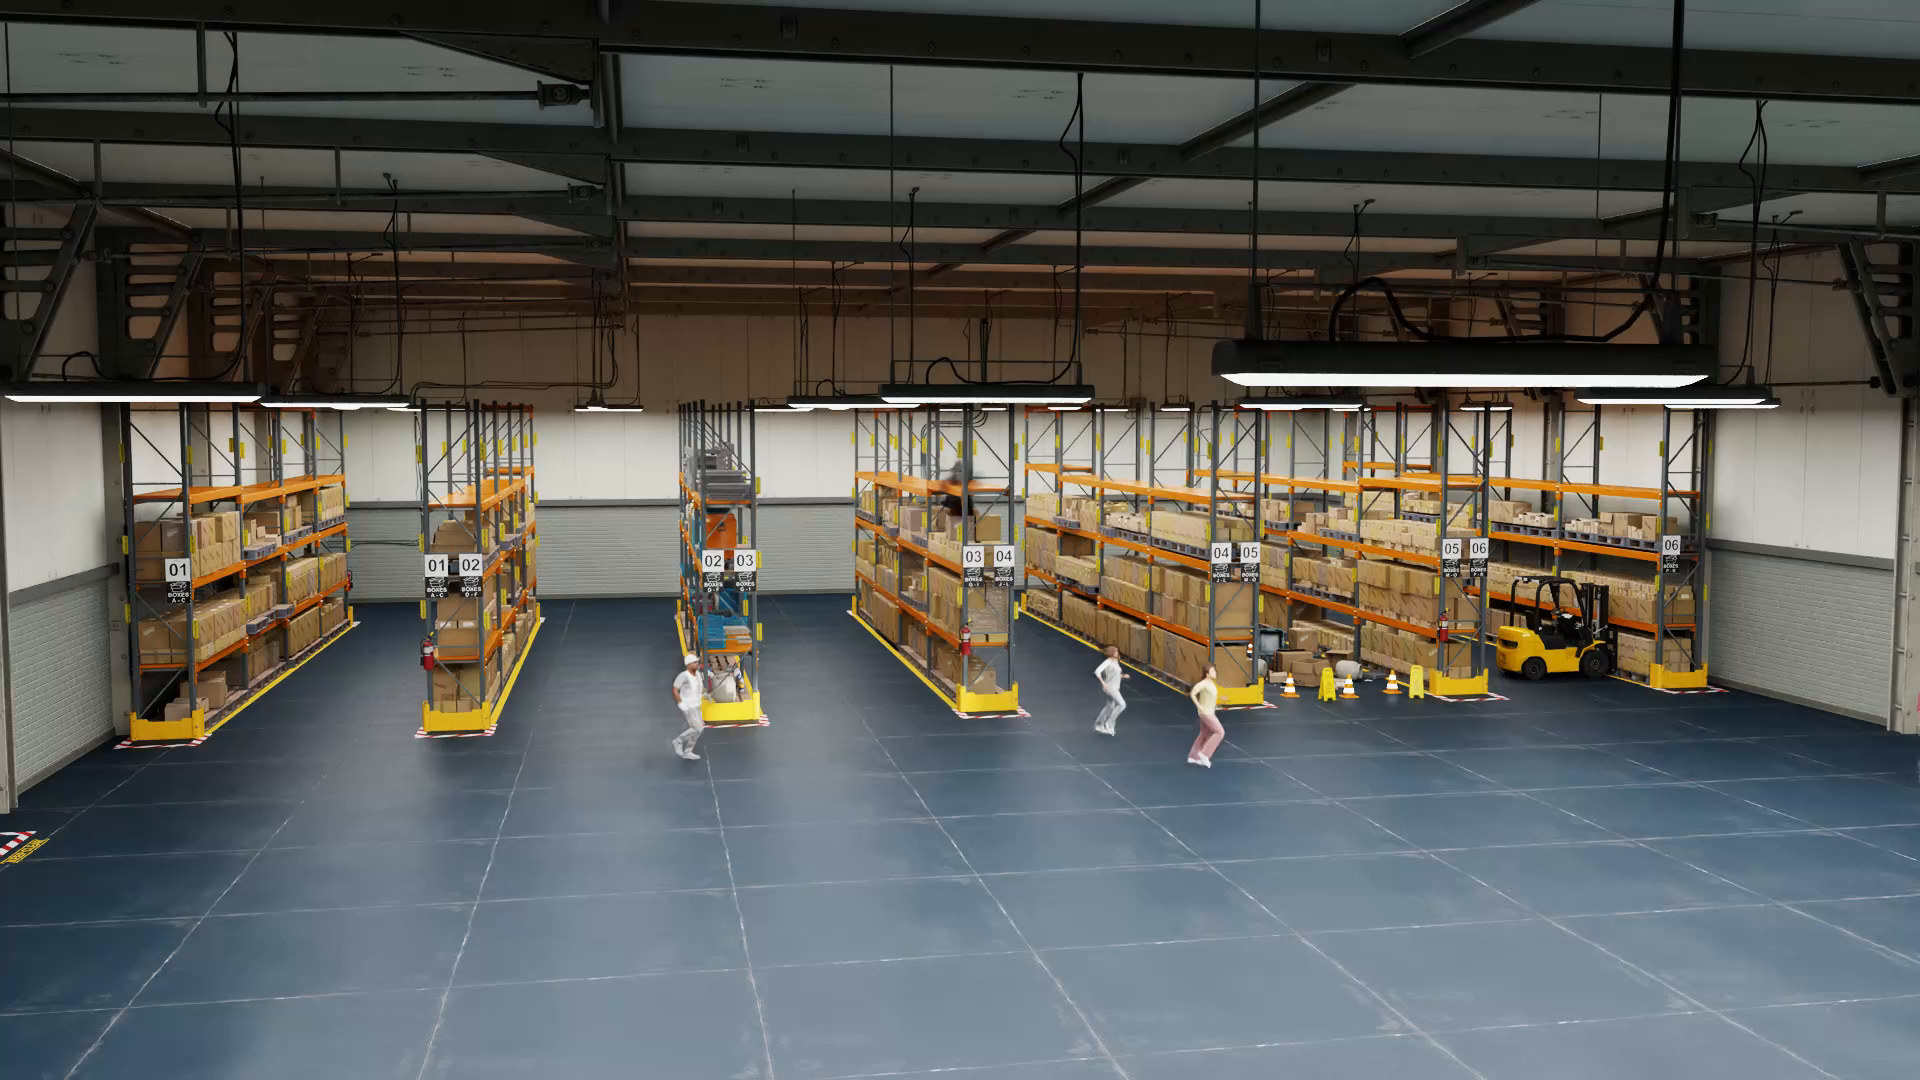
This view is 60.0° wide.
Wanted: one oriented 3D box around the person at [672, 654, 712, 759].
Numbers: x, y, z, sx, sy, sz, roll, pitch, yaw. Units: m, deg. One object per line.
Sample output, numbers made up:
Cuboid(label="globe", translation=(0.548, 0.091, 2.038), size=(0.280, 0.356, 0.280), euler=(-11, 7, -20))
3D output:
Cuboid(label="person", translation=(-4.454, 2.768, 27.617), size=(0.589, 1.746, 0.694), euler=(1, 4, 16))

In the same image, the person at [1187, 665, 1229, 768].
Cuboid(label="person", translation=(4.044, 2.856, 27.090), size=(0.650, 1.674, 0.552), euler=(1, 5, 18))

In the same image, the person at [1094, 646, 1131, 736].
Cuboid(label="person", translation=(2.719, 2.688, 29.683), size=(0.672, 1.607, 0.503), euler=(1, 5, 17))
